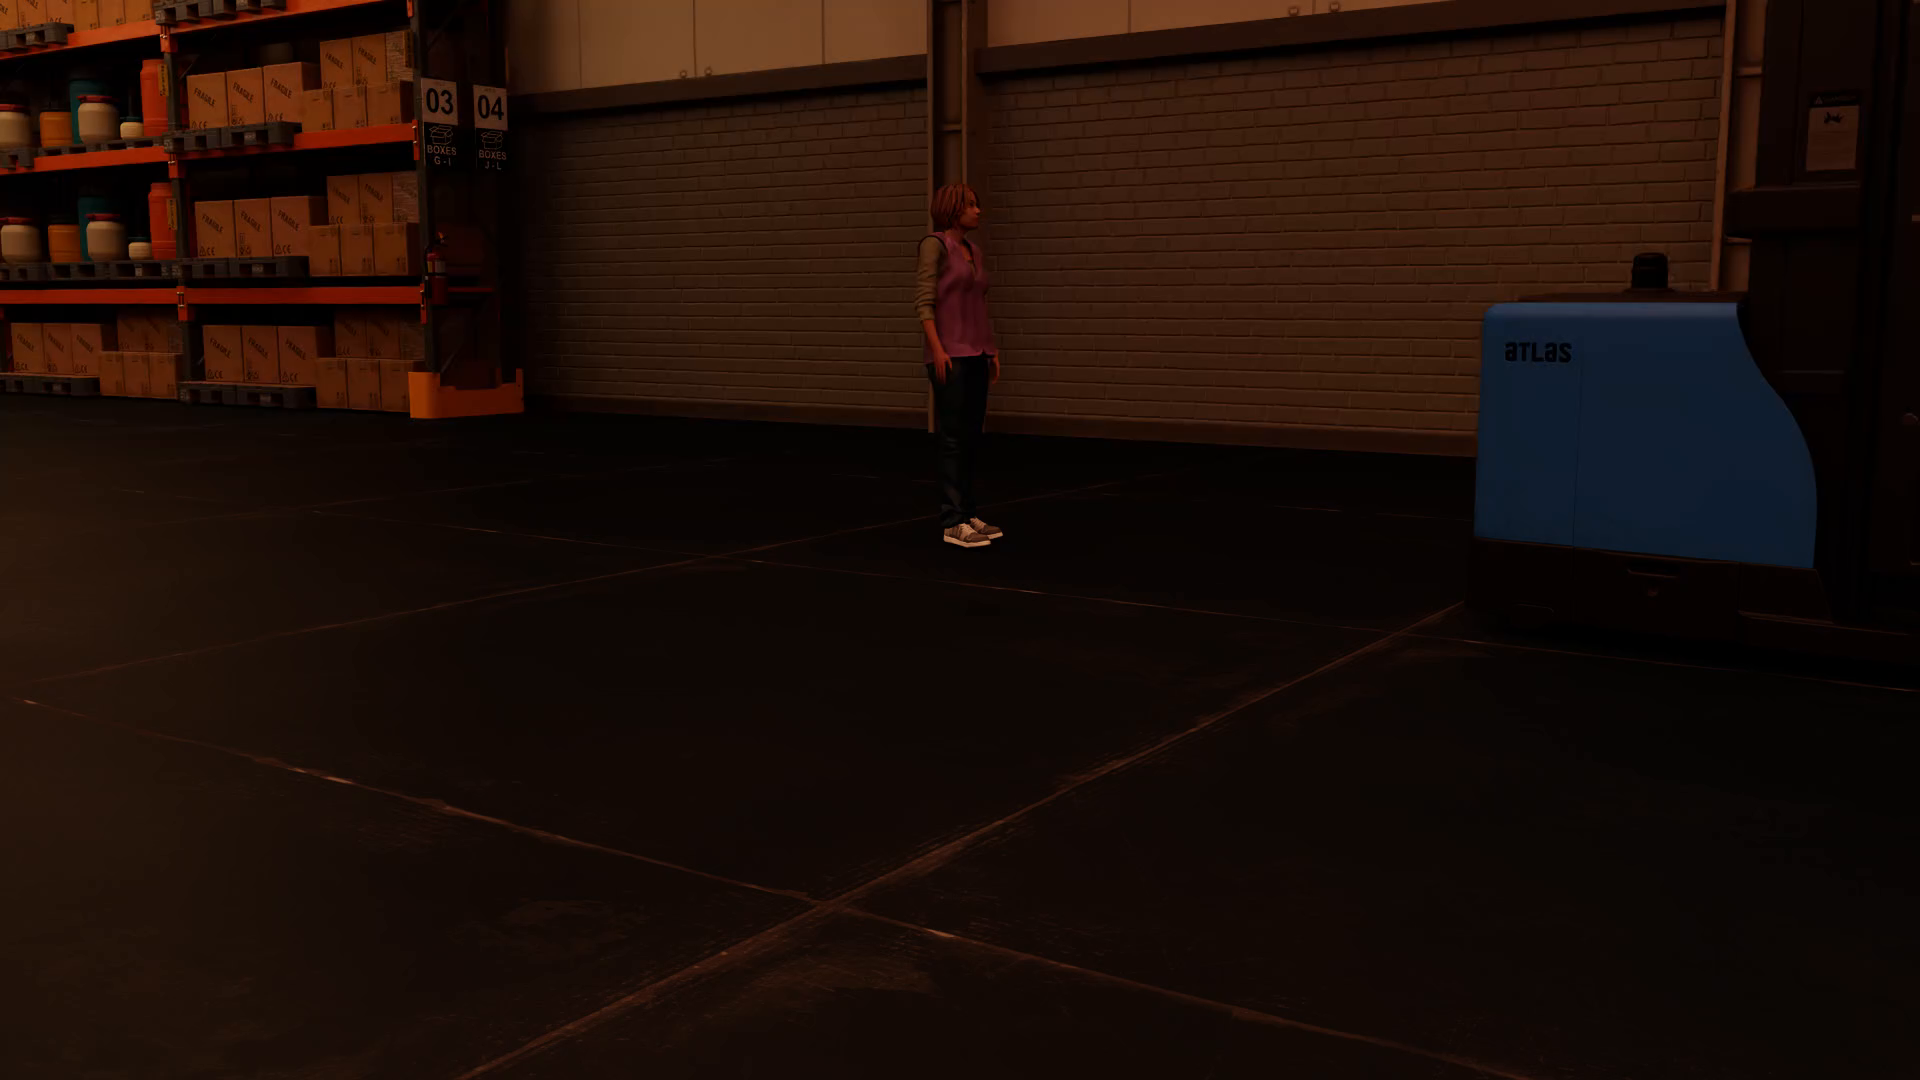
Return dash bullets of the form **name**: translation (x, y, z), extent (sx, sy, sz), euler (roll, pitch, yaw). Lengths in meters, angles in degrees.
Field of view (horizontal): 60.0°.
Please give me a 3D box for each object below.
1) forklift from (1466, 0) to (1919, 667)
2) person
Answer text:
- **forklift**: translation (3.137, -1.074, 4.742), extent (3.031, 2.935, 1.130), euler (7, 10, 39)
- **person**: translation (0.054, -0.791, 7.437), extent (0.473, 1.599, 0.520), euler (5, 10, 34)
